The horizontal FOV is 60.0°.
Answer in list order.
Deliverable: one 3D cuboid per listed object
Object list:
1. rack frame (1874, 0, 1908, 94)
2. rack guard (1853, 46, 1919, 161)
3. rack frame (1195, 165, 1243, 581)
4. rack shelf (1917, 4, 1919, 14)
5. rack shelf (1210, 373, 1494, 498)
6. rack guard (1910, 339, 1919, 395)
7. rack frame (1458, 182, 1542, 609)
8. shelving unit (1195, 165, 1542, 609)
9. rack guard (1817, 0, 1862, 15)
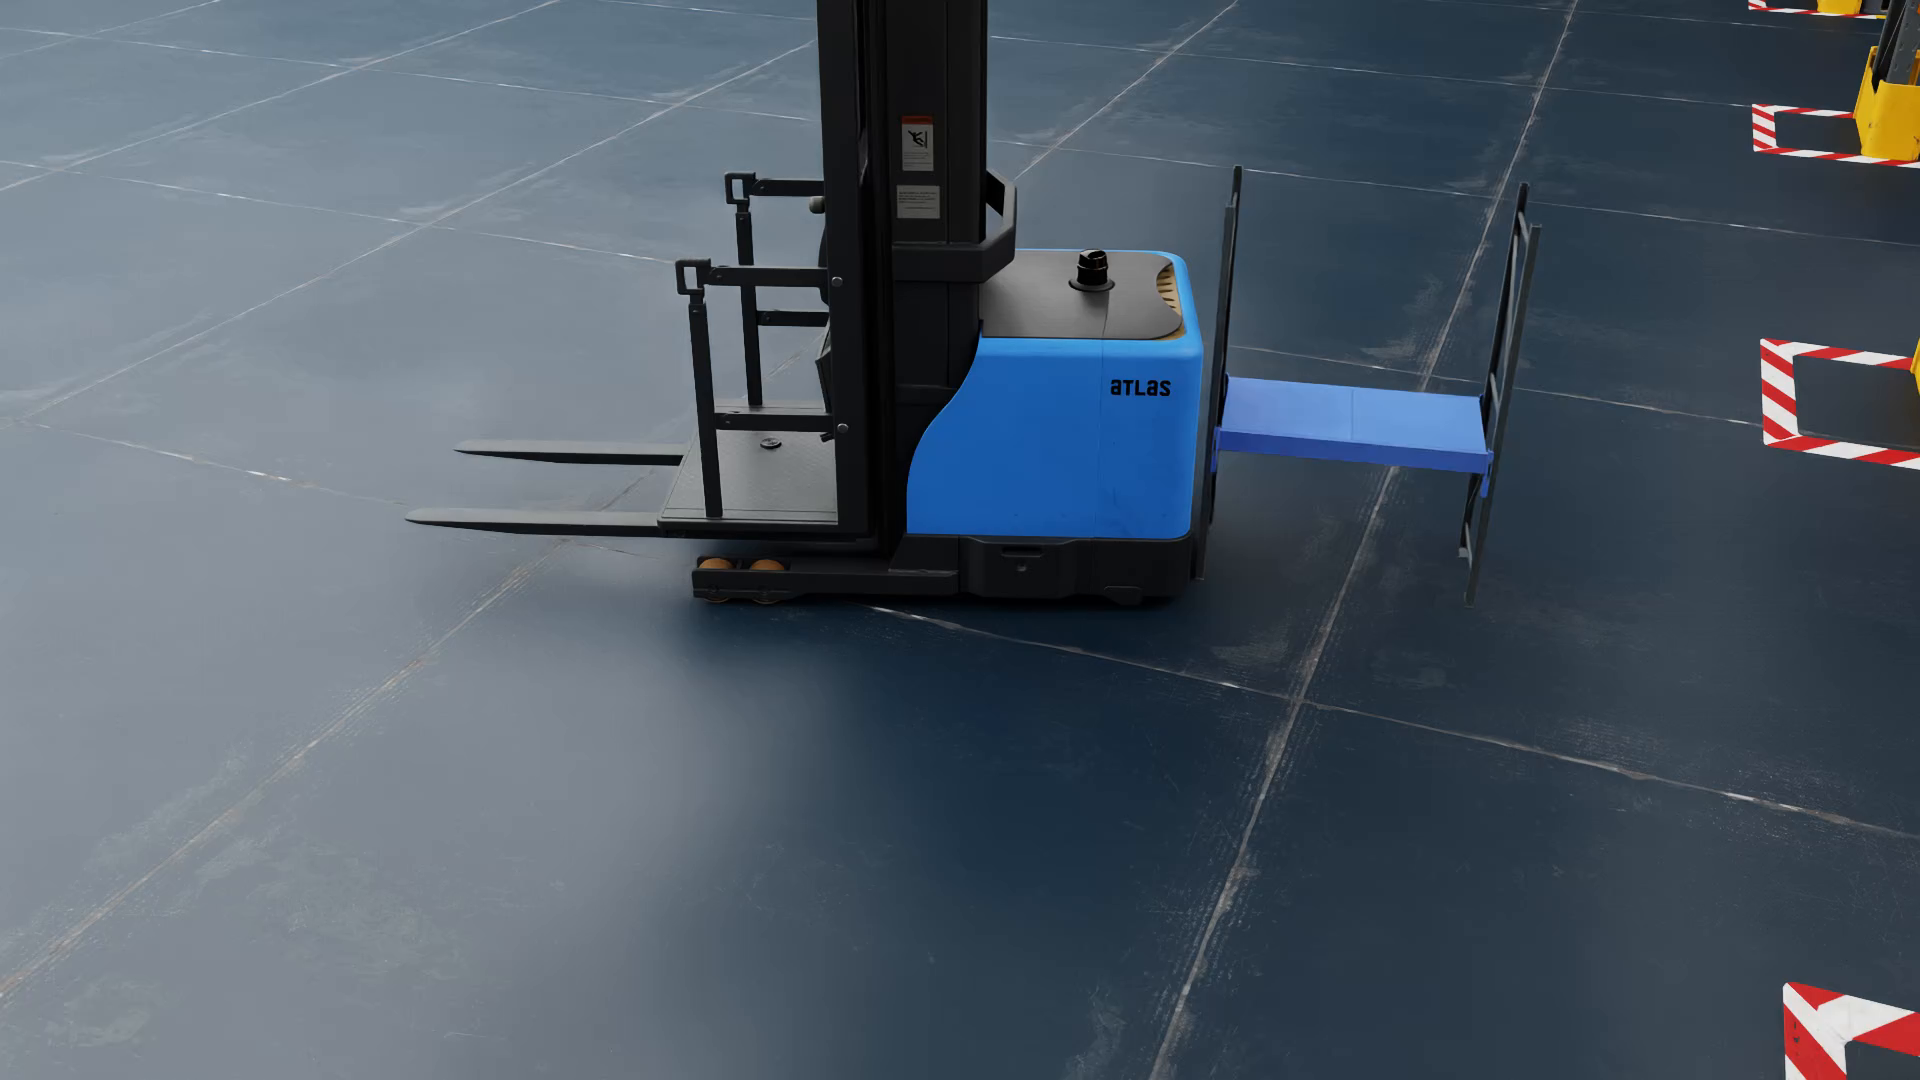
[{"bbox_3d":[6.474,-4.159,11.059,0.053,2.616,0.949,11,31,19],"label":"rack frame"},{"bbox_3d":[6.563,-3.079,11.690,0.348,0.500,1.175,11,31,19],"label":"rack guard"},{"bbox_3d":[0.981,-0.615,6.314,0.032,1.500,0.500,6,30,10],"label":"rack frame"},{"bbox_3d":[8.328,-3.477,10.584,4.000,0.370,1.077,11,31,19],"label":"rack shelf"},{"bbox_3d":[1.479,-0.407,6.312,1.000,0.185,0.538,6,30,10],"label":"rack shelf"},{"bbox_3d":[4.683,-0.799,7.656,0.348,0.500,1.175,11,31,19],"label":"rack guard"},{"bbox_3d":[1.977,-0.513,6.133,0.032,1.500,0.500,6,30,10],"label":"rack frame"},{"bbox_3d":[1.479,-0.564,6.224,1.048,1.500,0.538,6,30,10],"label":"shelving unit"},{"bbox_3d":[8.319,-5.334,15.679,0.348,0.500,1.175,11,31,19],"label":"rack guard"}]
